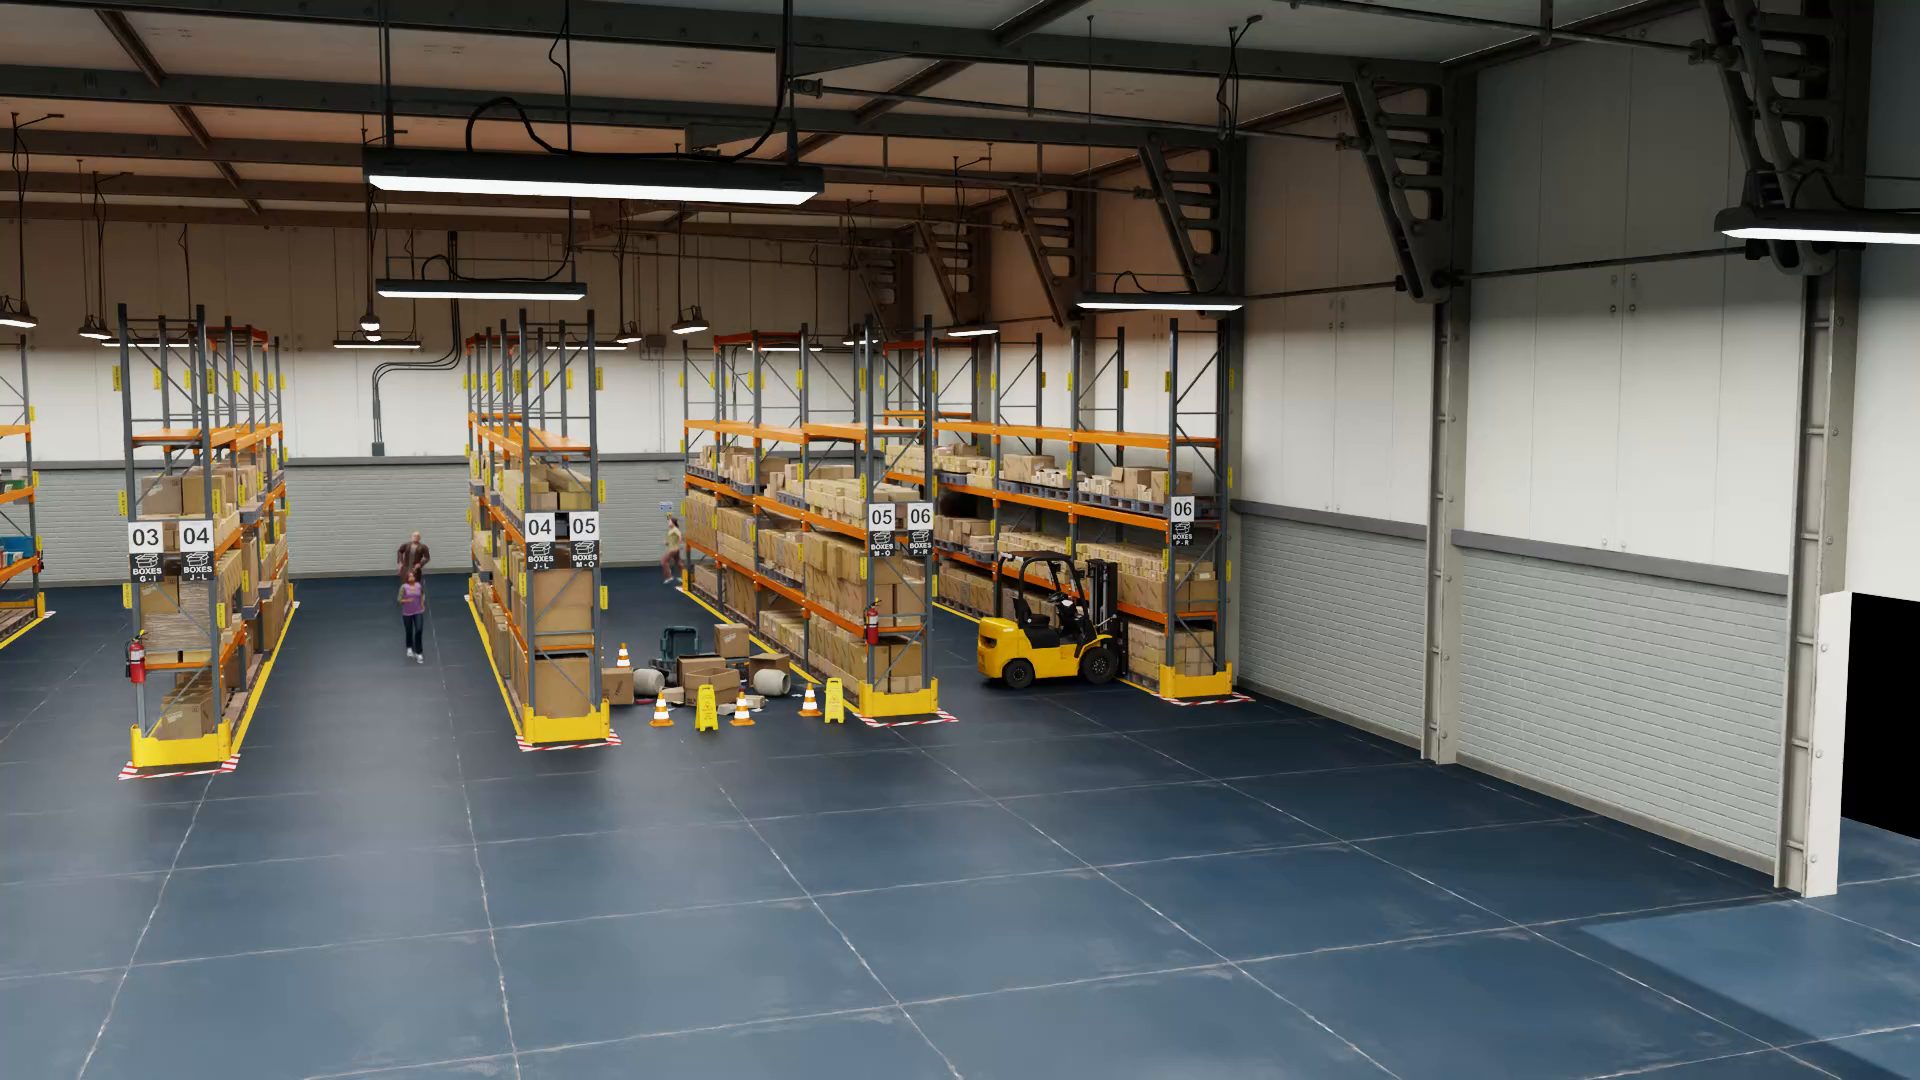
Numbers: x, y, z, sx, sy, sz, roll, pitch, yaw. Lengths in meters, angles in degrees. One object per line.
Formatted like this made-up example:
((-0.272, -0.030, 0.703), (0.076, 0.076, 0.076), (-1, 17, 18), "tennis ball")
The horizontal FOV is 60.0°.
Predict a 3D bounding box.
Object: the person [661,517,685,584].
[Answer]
((-7.063, 0.276, 41.166), (0.690, 1.693, 0.633), (-1, 5, -7), "person")

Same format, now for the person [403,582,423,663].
((-9.834, 1.469, 29.881), (0.346, 1.395, 0.787), (-3, 6, -26), "person")

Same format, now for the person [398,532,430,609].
((-12.060, 0.671, 36.669), (0.739, 1.700, 0.584), (-1, 6, -11), "person")
